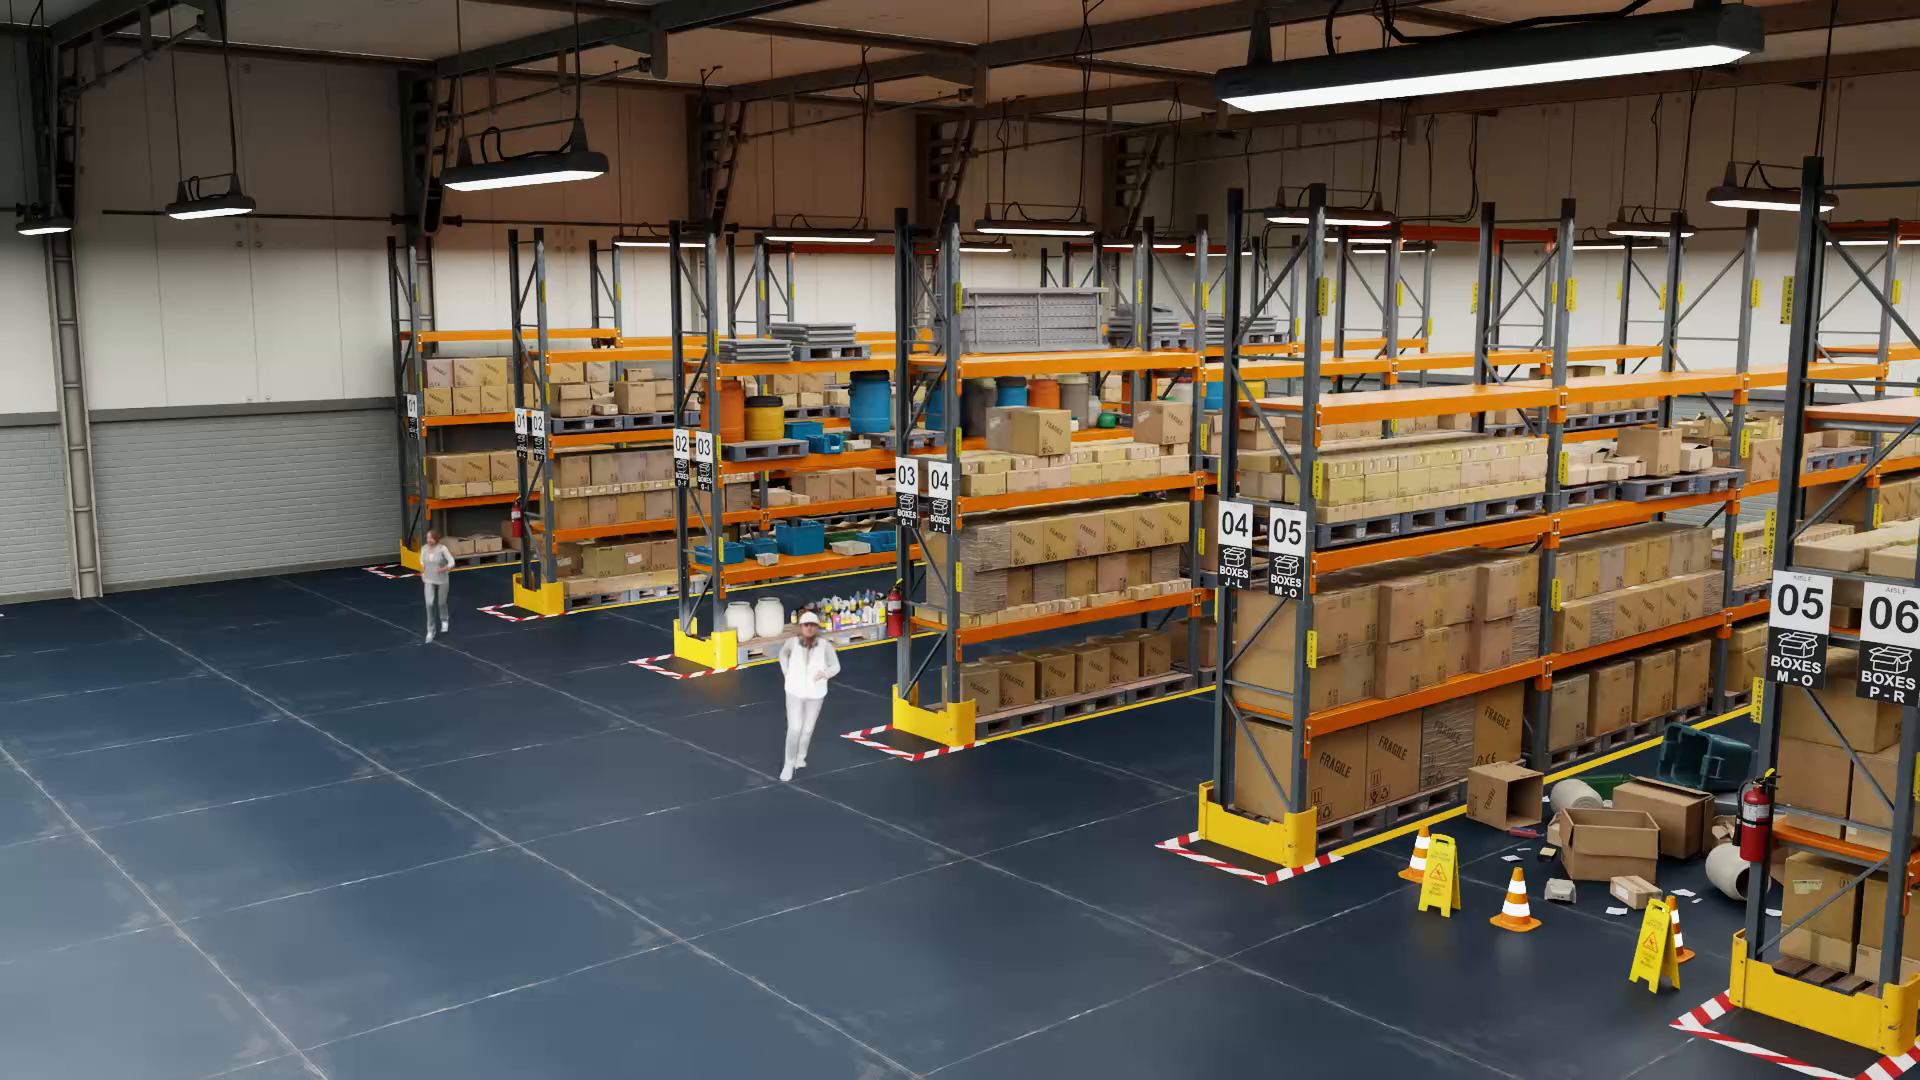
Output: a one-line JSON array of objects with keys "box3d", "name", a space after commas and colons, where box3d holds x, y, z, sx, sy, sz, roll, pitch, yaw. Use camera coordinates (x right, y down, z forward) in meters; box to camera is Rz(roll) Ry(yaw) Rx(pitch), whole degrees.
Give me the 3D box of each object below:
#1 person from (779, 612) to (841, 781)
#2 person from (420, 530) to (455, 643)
[{"box3d": [-1.585, 1.638, 17.523, 0.652, 1.819, 0.741, -1, 9, -7], "name": "person"}, {"box3d": [-7.642, 0.640, 24.361, 0.533, 1.631, 0.735, -1, 9, -6], "name": "person"}]
